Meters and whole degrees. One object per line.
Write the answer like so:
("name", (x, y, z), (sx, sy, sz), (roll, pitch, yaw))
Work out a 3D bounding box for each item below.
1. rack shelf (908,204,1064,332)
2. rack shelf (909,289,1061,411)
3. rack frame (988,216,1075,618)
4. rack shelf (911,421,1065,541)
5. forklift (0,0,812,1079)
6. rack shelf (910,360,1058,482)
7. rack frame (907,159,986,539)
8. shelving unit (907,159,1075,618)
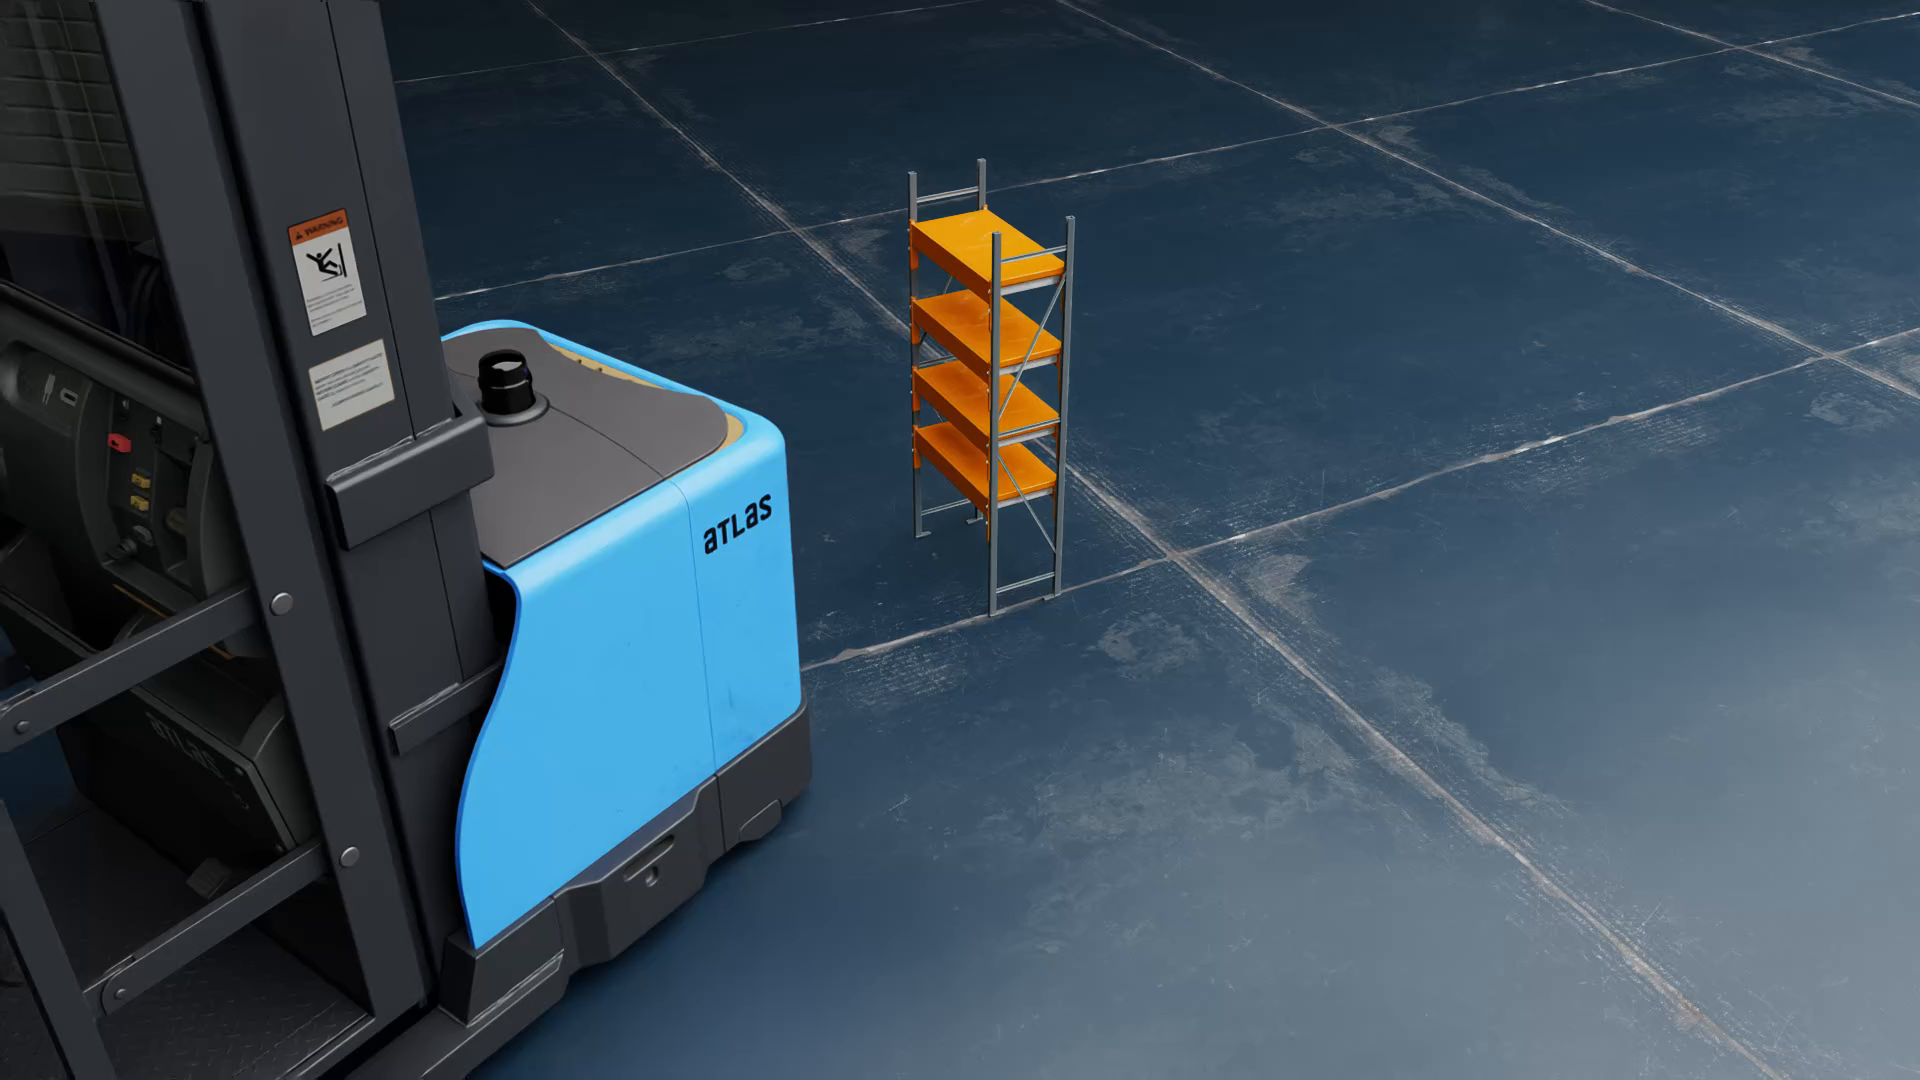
("rack shelf", (0.077, -0.757, 4.591), (0.258, 0.148, 0.480), (-16, 36, -23))
("rack shelf", (0.077, -0.558, 4.719), (0.258, 0.148, 0.480), (-16, 36, -23))
("rack frame", (0.191, -0.310, 4.621), (0.240, 1.200, 0.015), (-16, 36, -23))
("rack shelf", (0.077, -0.202, 4.946), (0.258, 0.148, 0.480), (-16, 36, -23))
("forklift", (-1.664, -0.112, 2.707), (1.130, 2.935, 3.031), (22, 39, 31))
("rack shelf", (0.077, -0.370, 4.839), (0.258, 0.148, 0.480), (-16, 36, -23))
("rack frame", (-0.037, -0.543, 4.985), (0.240, 1.200, 0.015), (-16, 36, -23))
("shelving unit", (0.077, -0.426, 4.803), (0.258, 1.200, 0.503), (-16, 36, -23))
